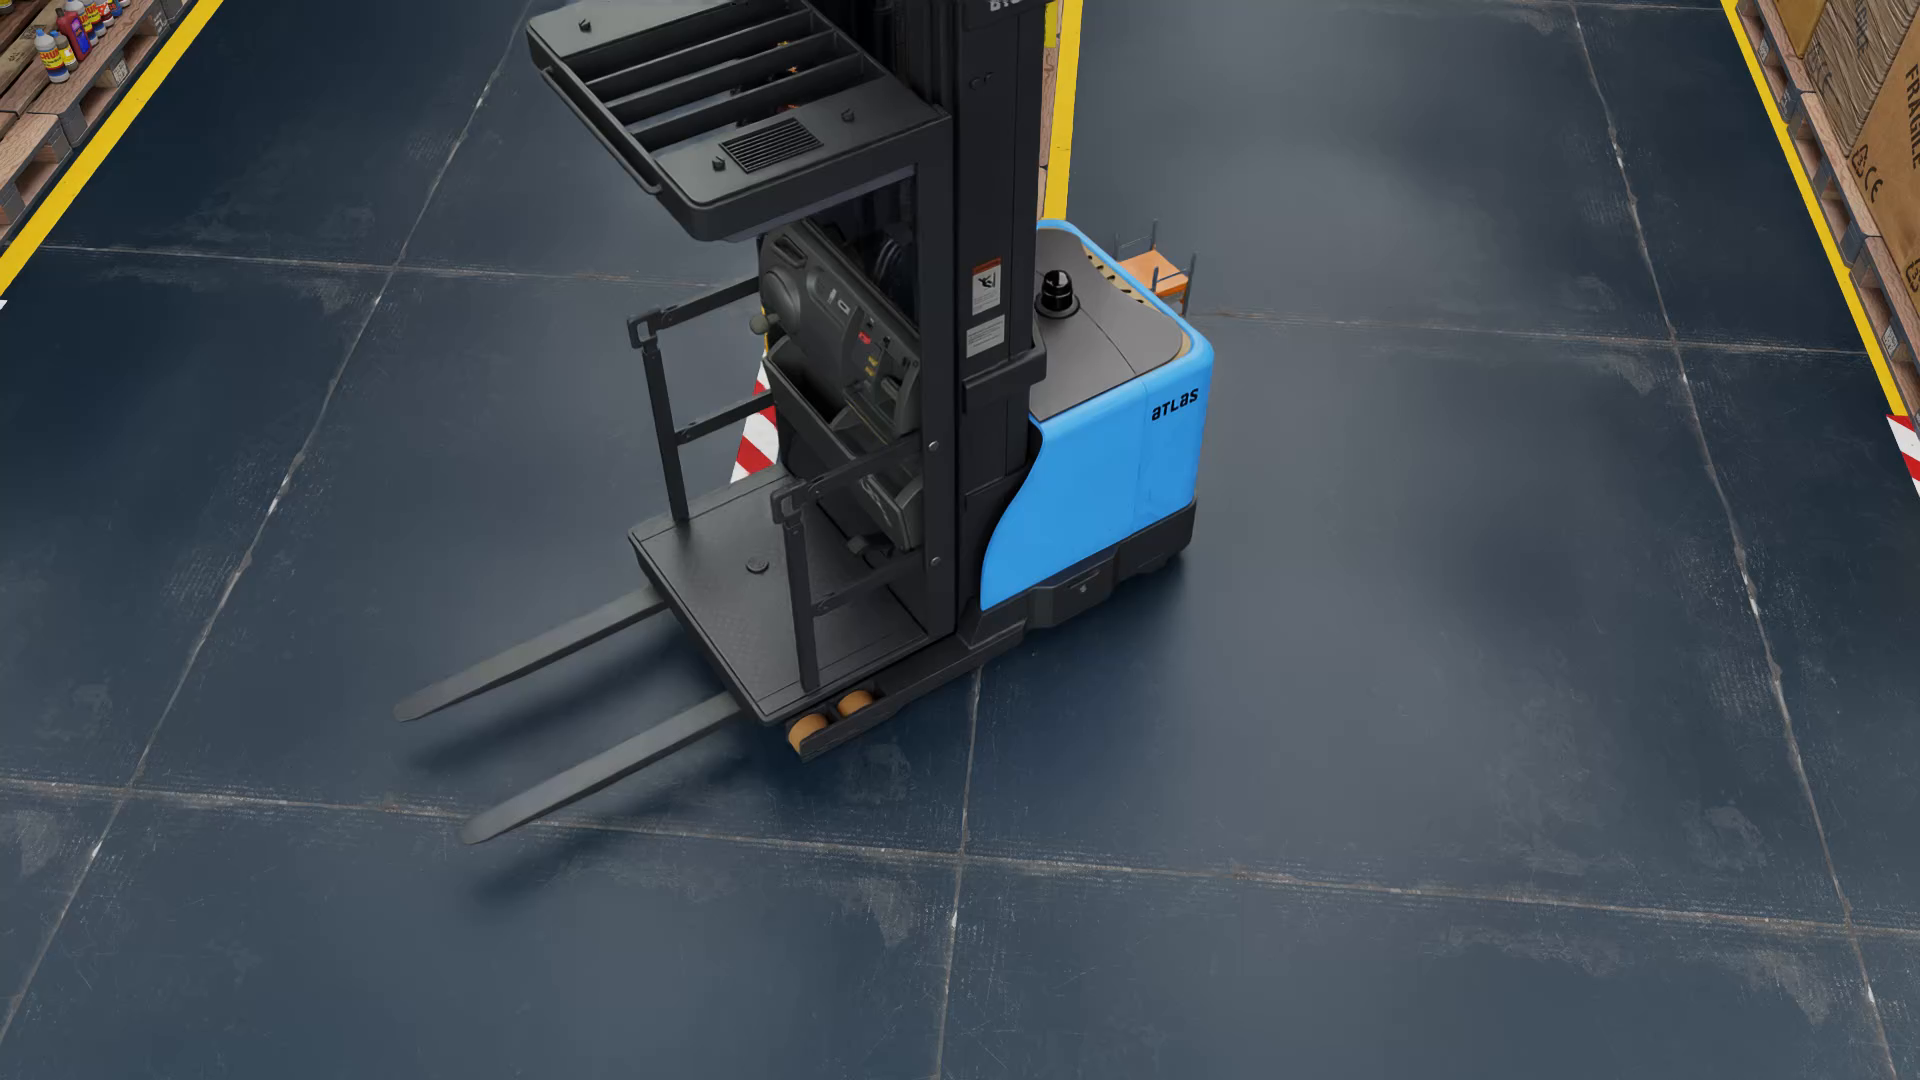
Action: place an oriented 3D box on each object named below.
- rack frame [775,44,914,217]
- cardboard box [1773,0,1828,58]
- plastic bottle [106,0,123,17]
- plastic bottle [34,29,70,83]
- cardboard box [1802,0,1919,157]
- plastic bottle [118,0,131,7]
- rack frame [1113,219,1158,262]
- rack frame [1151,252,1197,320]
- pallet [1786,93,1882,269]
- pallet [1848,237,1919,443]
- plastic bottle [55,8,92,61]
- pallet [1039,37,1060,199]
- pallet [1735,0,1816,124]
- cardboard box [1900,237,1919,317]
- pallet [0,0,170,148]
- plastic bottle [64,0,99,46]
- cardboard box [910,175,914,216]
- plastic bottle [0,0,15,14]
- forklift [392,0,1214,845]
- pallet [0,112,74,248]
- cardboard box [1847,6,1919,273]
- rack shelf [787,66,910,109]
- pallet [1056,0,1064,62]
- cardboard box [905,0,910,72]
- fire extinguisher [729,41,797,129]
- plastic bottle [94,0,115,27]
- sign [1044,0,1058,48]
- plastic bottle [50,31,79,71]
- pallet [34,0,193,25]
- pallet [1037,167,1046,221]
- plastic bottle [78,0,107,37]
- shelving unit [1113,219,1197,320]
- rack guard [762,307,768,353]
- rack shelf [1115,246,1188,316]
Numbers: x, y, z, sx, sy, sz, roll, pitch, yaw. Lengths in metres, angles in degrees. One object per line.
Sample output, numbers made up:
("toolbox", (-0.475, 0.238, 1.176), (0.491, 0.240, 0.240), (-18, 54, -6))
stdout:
("rack frame", (-0.245, -1.637, 6.240), (1.000, 3.000, 0.127), (4, 48, 4))
("cardboard box", (4.923, -3.135, 8.766), (0.875, 0.875, 0.875), (5, 48, 4))
("plastic bottle", (-4.643, -2.983, 9.022), (0.097, 0.271, 0.097), (0, 48, 0))
("plastic bottle", (-4.702, -2.509, 8.588), (0.097, 0.271, 0.097), (0, 48, 0))
("cardboard box", (4.844, -2.473, 8.160), (0.875, 0.875, 0.875), (4, 48, 4))
("plastic bottle", (-4.633, -3.034, 9.117), (0.097, 0.201, 0.097), (0, 48, 0))
("rack frame", (0.668, -0.854, 6.838), (0.200, 1.050, 0.008), (-23, 52, -23))
("rack frame", (0.800, -0.702, 6.699), (0.200, 1.050, 0.008), (-23, 52, -23))
("pallet", (4.794, -1.774, 8.256), (1.003, 0.211, 1.213), (4, 48, 4))
("pallet", (4.680, -0.880, 7.438), (1.003, 0.211, 1.213), (4, 48, 4))
("plastic bottle", (-4.663, -2.678, 8.735), (0.061, 0.283, 0.133), (5, 48, 4))
("pallet", (-0.015, -2.240, 8.682), (1.003, 0.211, 1.213), (4, 48, 4))
("pallet", (4.903, -2.673, 9.078), (1.003, 0.211, 1.213), (4, 48, 4))
("cardboard box", (4.681, -1.156, 6.956), (0.875, 0.875, 0.875), (4, 48, 4))
("pallet", (-5.024, -2.578, 8.991), (1.003, 0.211, 1.213), (4, 48, 4))
("plastic bottle", (-4.670, -2.760, 8.819), (0.097, 0.271, 0.097), (0, 48, 0))
("cardboard box", (-0.171, -1.392, 7.426), (0.500, 0.500, 0.500), (12, 49, 11))
("plastic bottle", (-5.248, -2.984, 9.071), (0.097, 0.201, 0.097), (0, 48, 0))
("forklift", (-0.578, -0.646, 5.380), (3.031, 2.935, 1.130), (-26, 53, -22))
("pallet", (-5.138, -1.684, 8.173), (1.003, 0.211, 1.213), (4, 48, 4))
("cardboard box", (4.759, -1.803, 7.547), (0.875, 0.875, 0.875), (3, 48, 3))
("rack shelf", (-0.063, -2.863, 7.850), (1.077, 0.370, 4.000), (4, 48, 4))
("pallet", (0.094, -3.139, 9.504), (1.003, 0.211, 1.213), (4, 48, 4))
("cardboard box", (-0.167, -2.173, 6.461), (0.875, 0.500, 0.500), (4, 48, 4))
("fire extinguisher", (-0.714, -1.557, 6.220), (0.296, 0.674, 0.183), (4, 48, 4))
("plastic bottle", (-4.652, -2.883, 8.978), (0.097, 0.201, 0.097), (0, 48, 0))
("sign", (0.296, -1.892, 5.887), (0.100, 0.325, 0.005), (4, 48, 4))
("plastic bottle", (-4.692, -2.561, 8.684), (0.097, 0.201, 0.097), (0, 48, 0))
("pallet", (-4.915, -3.477, 9.813), (1.003, 0.211, 1.213), (4, 48, 4))
("pallet", (-0.129, -1.346, 7.864), (1.003, 0.211, 1.213), (4, 48, 4))
("plastic bottle", (-4.661, -2.834, 8.886), (0.097, 0.271, 0.097), (0, 48, 0))
("shelving unit", (0.734, -0.778, 6.769), (0.215, 1.050, 0.252), (-23, 52, -23))
("rack guard", (-0.238, -0.849, 7.213), (1.175, 0.500, 0.348), (4, 48, 4))
("rack shelf", (0.745, -0.967, 6.572), (0.215, 0.259, 0.240), (-23, 52, -23))
